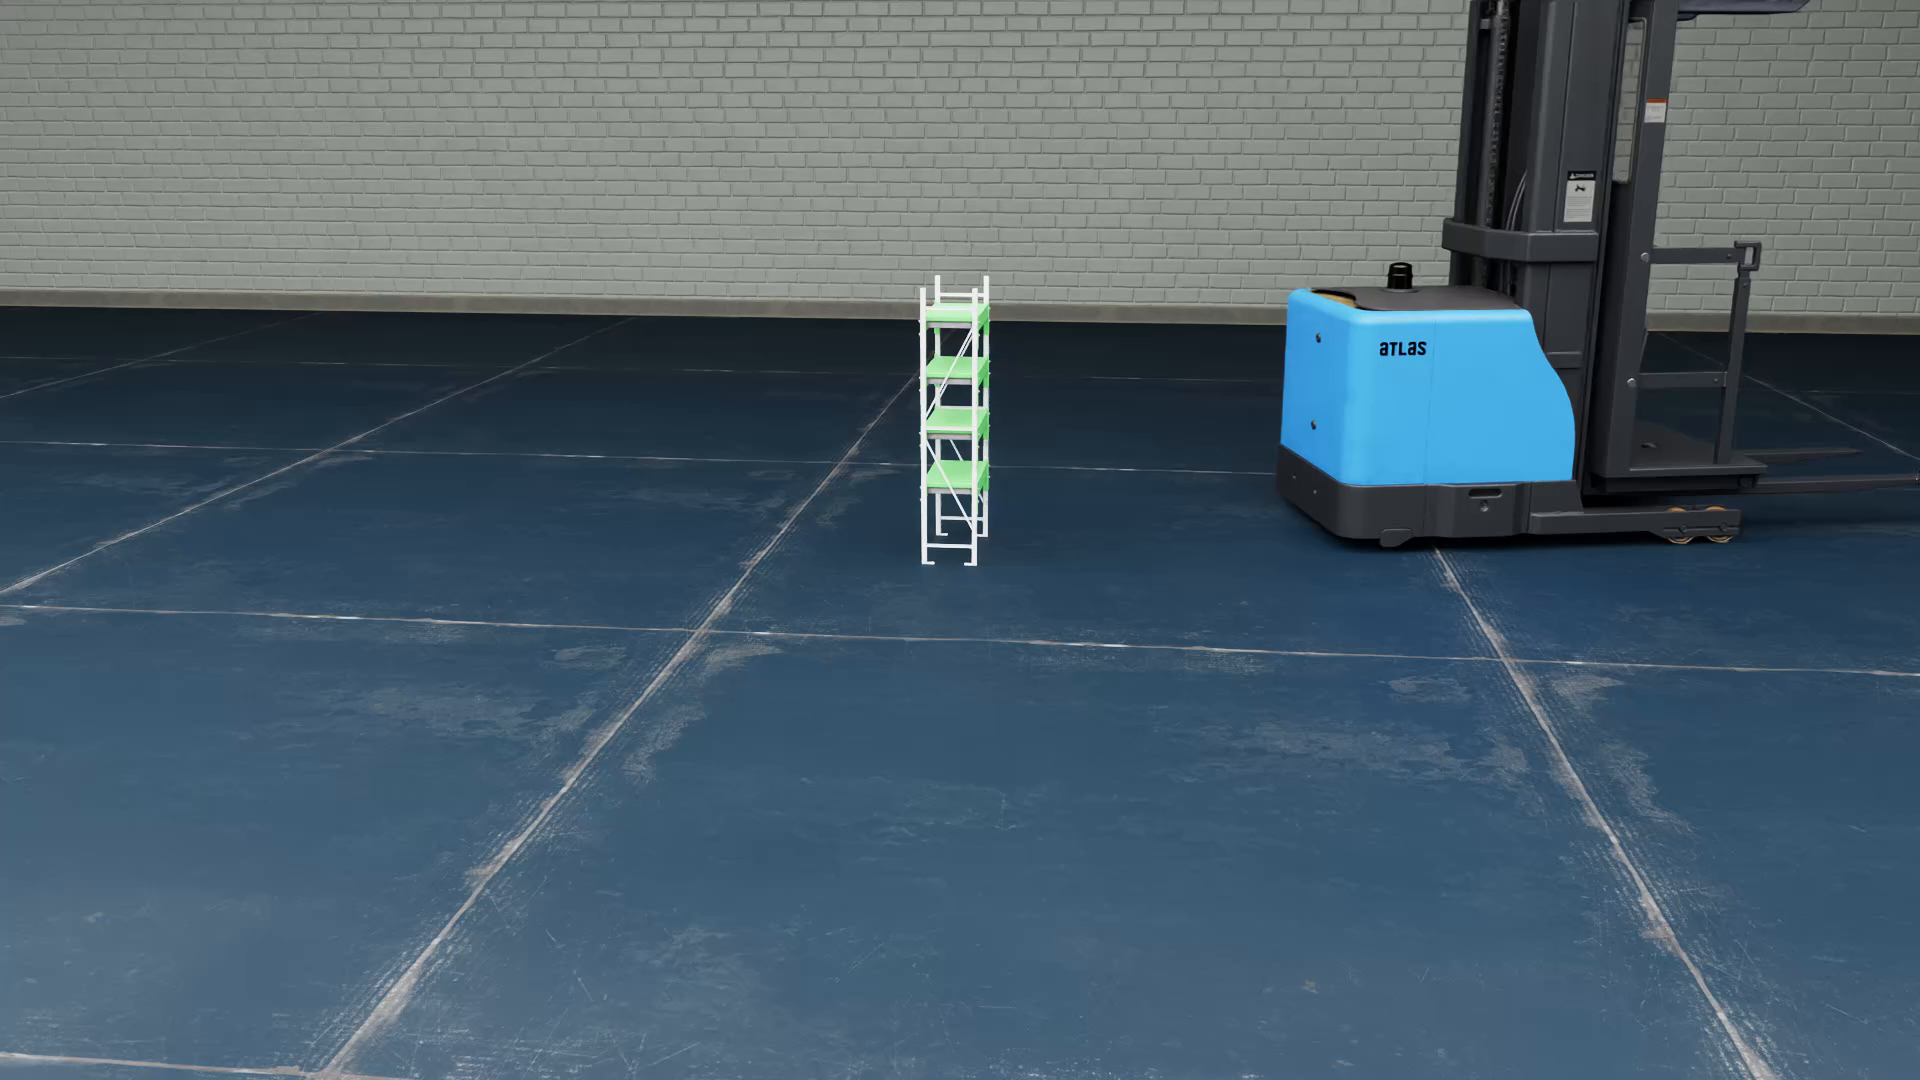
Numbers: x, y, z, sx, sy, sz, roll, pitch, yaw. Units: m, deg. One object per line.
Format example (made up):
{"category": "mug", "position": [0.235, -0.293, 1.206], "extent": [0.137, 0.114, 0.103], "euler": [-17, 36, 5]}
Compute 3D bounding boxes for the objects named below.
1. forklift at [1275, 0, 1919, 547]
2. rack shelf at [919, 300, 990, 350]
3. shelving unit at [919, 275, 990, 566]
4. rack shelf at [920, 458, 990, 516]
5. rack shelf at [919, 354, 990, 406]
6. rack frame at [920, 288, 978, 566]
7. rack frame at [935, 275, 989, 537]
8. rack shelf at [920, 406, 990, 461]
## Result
{"category": "forklift", "position": [3.133, -1.530, 7.707], "extent": [3.031, 2.935, 1.130], "euler": [-2, 15, -7]}
{"category": "rack shelf", "position": [-0.019, -0.938, 7.238], "extent": [0.258, 0.148, 0.480], "euler": [2, 15, 6]}
{"category": "shelving unit", "position": [-0.019, -0.536, 7.347], "extent": [0.258, 1.200, 0.503], "euler": [2, 15, 6]}
{"category": "rack shelf", "position": [-0.019, -0.243, 7.426], "extent": [0.258, 0.148, 0.480], "euler": [2, 15, 6]}
{"category": "rack shelf", "position": [-0.019, -0.706, 7.301], "extent": [0.258, 0.148, 0.480], "euler": [2, 15, 6]}
{"category": "rack frame", "position": [-0.046, -0.473, 7.113], "extent": [0.240, 1.200, 0.015], "euler": [2, 15, 6]}
{"category": "rack frame", "position": [0.009, -0.600, 7.581], "extent": [0.240, 1.200, 0.015], "euler": [2, 15, 6]}
{"category": "rack shelf", "position": [-0.019, -0.475, 7.363], "extent": [0.258, 0.148, 0.480], "euler": [2, 15, 6]}
